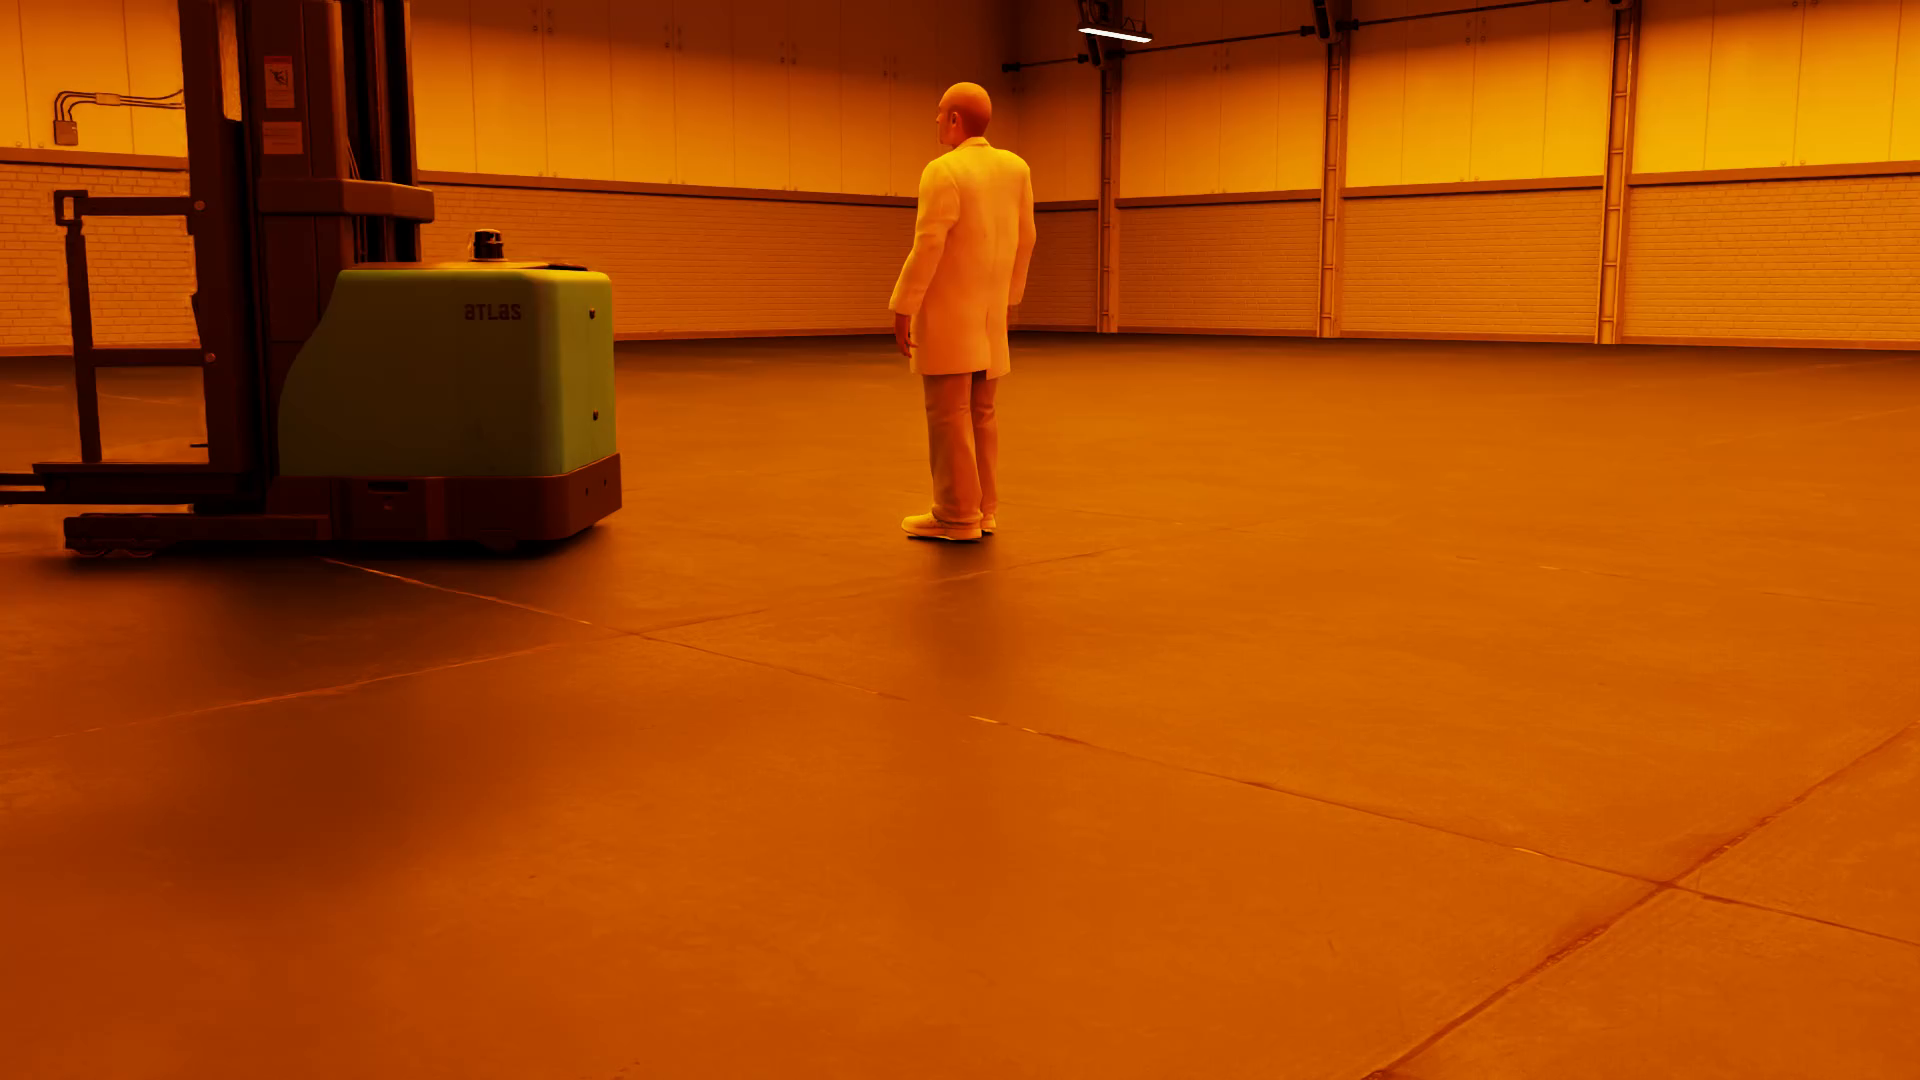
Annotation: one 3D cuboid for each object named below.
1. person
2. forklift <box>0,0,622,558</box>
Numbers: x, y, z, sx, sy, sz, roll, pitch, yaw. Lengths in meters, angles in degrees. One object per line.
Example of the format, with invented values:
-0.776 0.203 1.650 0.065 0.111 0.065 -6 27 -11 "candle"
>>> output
-0.063 -0.896 6.649 0.578 1.777 0.698 8 12 43 "person"
-2.982 -1.459 6.566 3.031 2.935 1.130 0 9 2 "forklift"
